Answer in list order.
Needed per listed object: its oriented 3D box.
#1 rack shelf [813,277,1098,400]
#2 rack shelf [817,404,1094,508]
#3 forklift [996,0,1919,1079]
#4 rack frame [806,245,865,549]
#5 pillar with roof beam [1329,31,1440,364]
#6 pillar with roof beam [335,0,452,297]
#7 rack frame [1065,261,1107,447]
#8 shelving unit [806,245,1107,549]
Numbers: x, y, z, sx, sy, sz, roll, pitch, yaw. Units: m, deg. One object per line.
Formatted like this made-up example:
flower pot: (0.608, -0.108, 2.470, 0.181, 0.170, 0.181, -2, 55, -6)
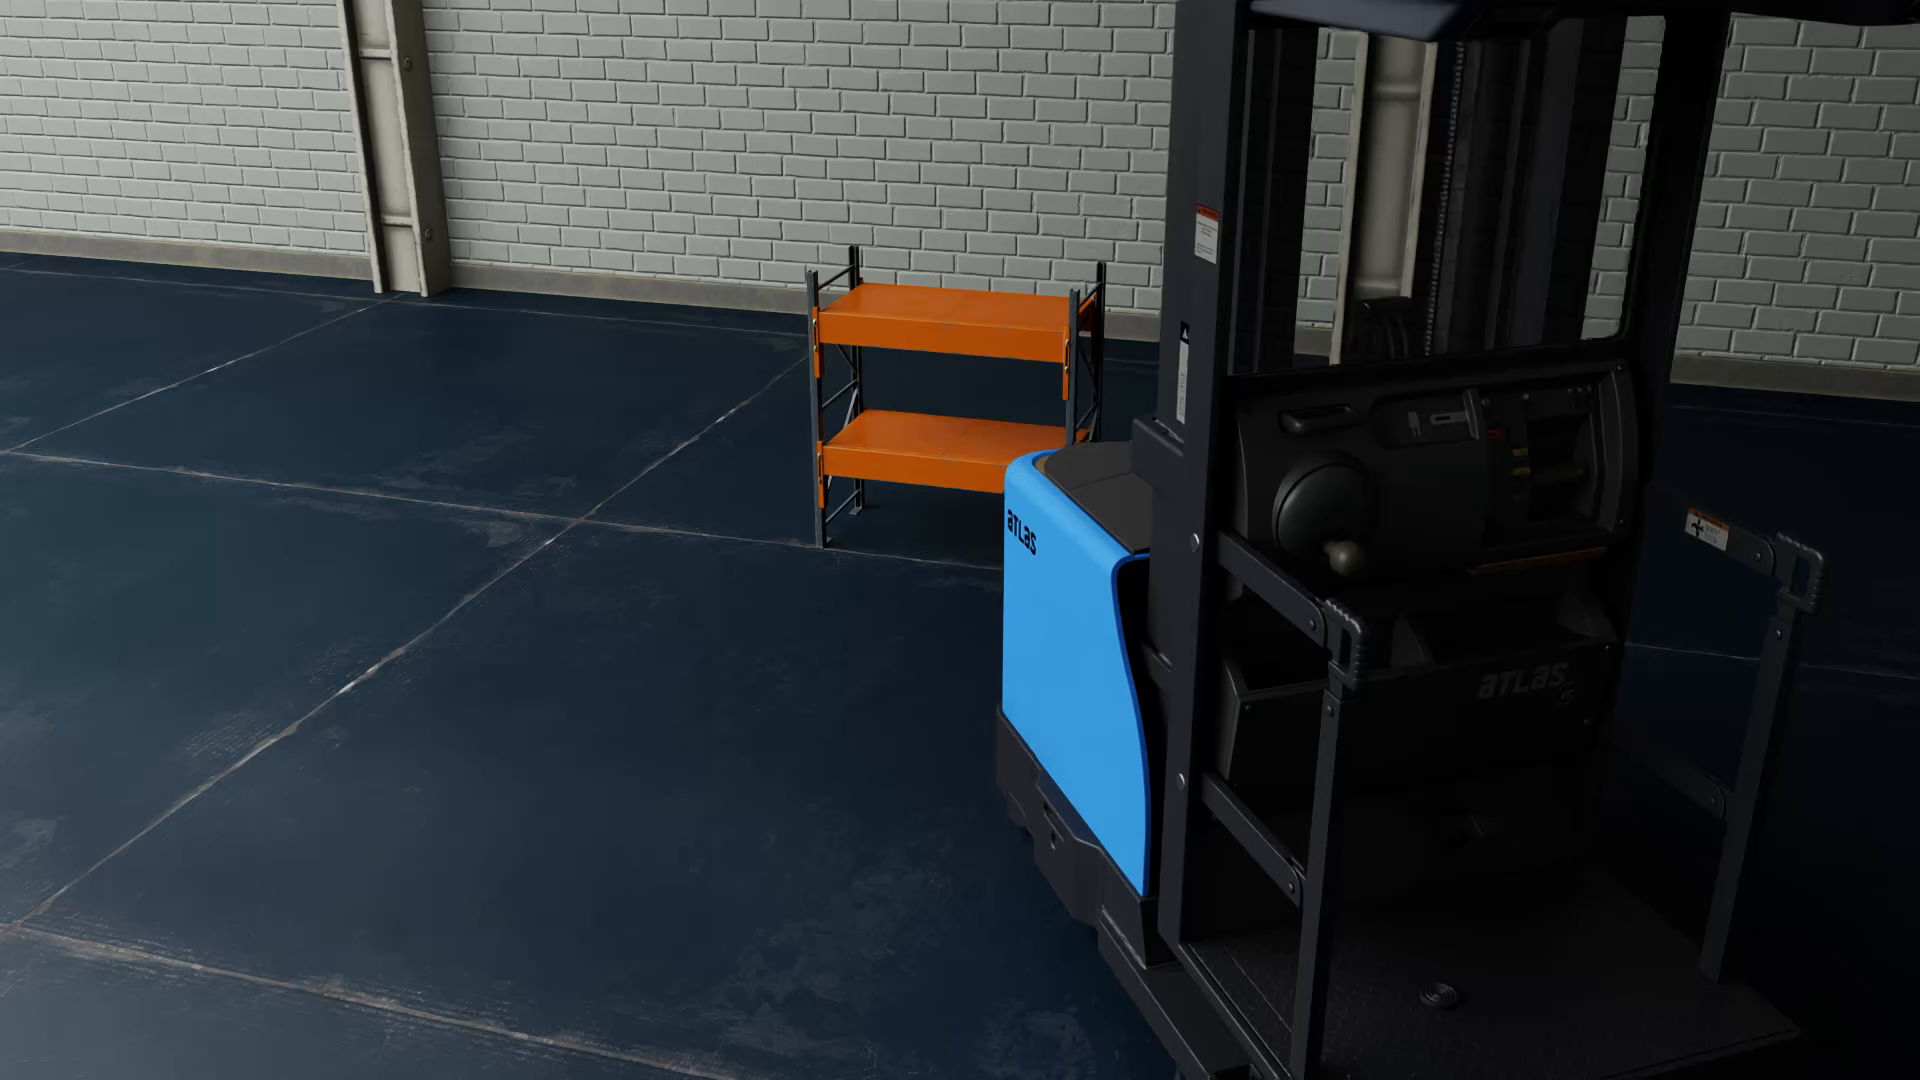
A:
rack shelf: (-0.006, -0.792, 6.447, 1.000, 0.278, 0.538, 7, 23, 16)
rack shelf: (-0.006, -0.295, 6.651, 1.000, 0.278, 0.538, 7, 23, 16)
forklift: (1.056, -0.127, 3.218, 1.130, 2.935, 3.031, -7, 23, -17)
rack frame: (-0.493, -0.577, 6.694, 0.032, 1.125, 0.500, 7, 23, 16)
pillar with roof beam: (0.990, -3.559, 3.589, 0.400, 9.000, 9.100, 7, 23, 16)
pillar with roof beam: (-4.754, -4.217, 5.193, 0.400, 9.000, 9.100, 7, 23, 16)
rack frame: (0.480, -0.465, 6.422, 0.032, 1.125, 0.500, 7, 23, 16)
shelving unit: (-0.006, -0.521, 6.558, 1.048, 1.125, 0.538, 7, 23, 16)
